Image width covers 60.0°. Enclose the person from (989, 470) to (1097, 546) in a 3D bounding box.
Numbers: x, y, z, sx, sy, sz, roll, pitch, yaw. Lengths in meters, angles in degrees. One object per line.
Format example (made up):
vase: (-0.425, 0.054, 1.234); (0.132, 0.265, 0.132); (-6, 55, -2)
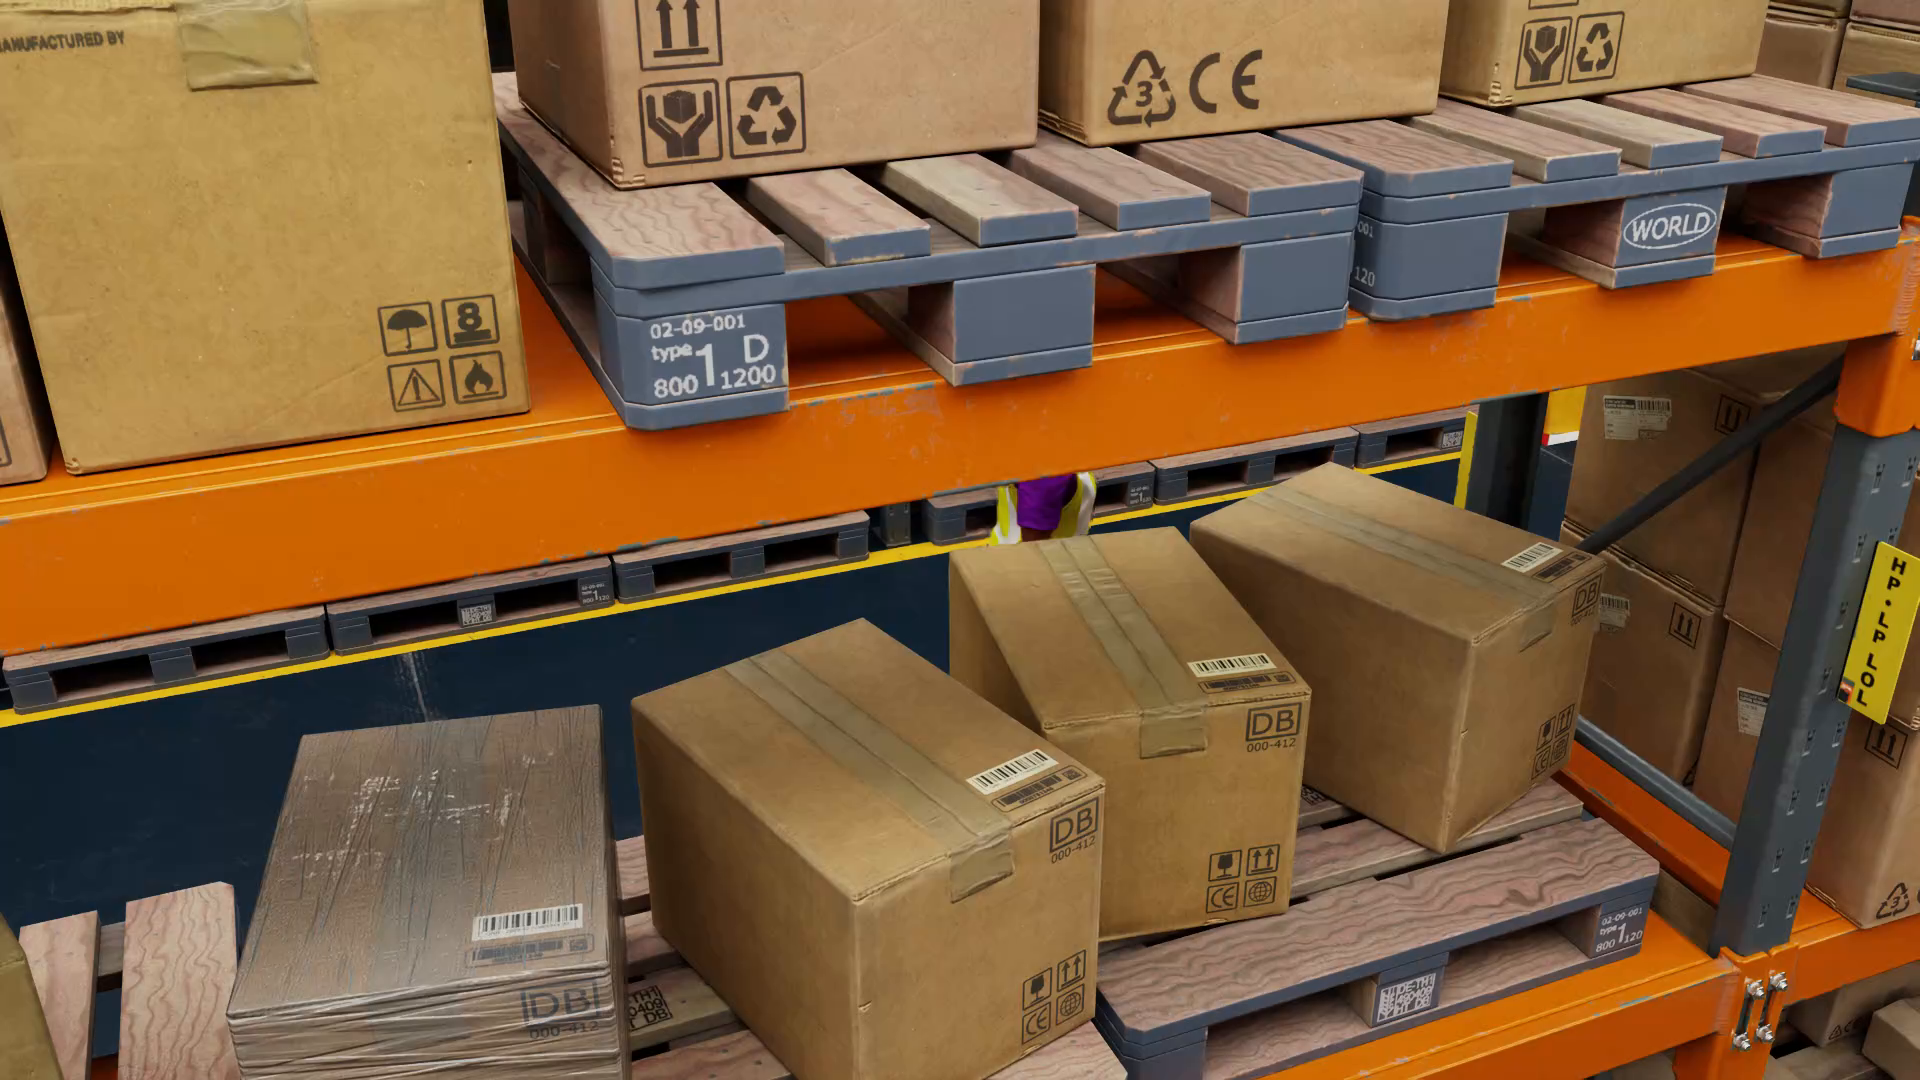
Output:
person: (0.225, 0.164, 5.784); (0.542, 1.812, 0.647); (-3, 26, -7)
